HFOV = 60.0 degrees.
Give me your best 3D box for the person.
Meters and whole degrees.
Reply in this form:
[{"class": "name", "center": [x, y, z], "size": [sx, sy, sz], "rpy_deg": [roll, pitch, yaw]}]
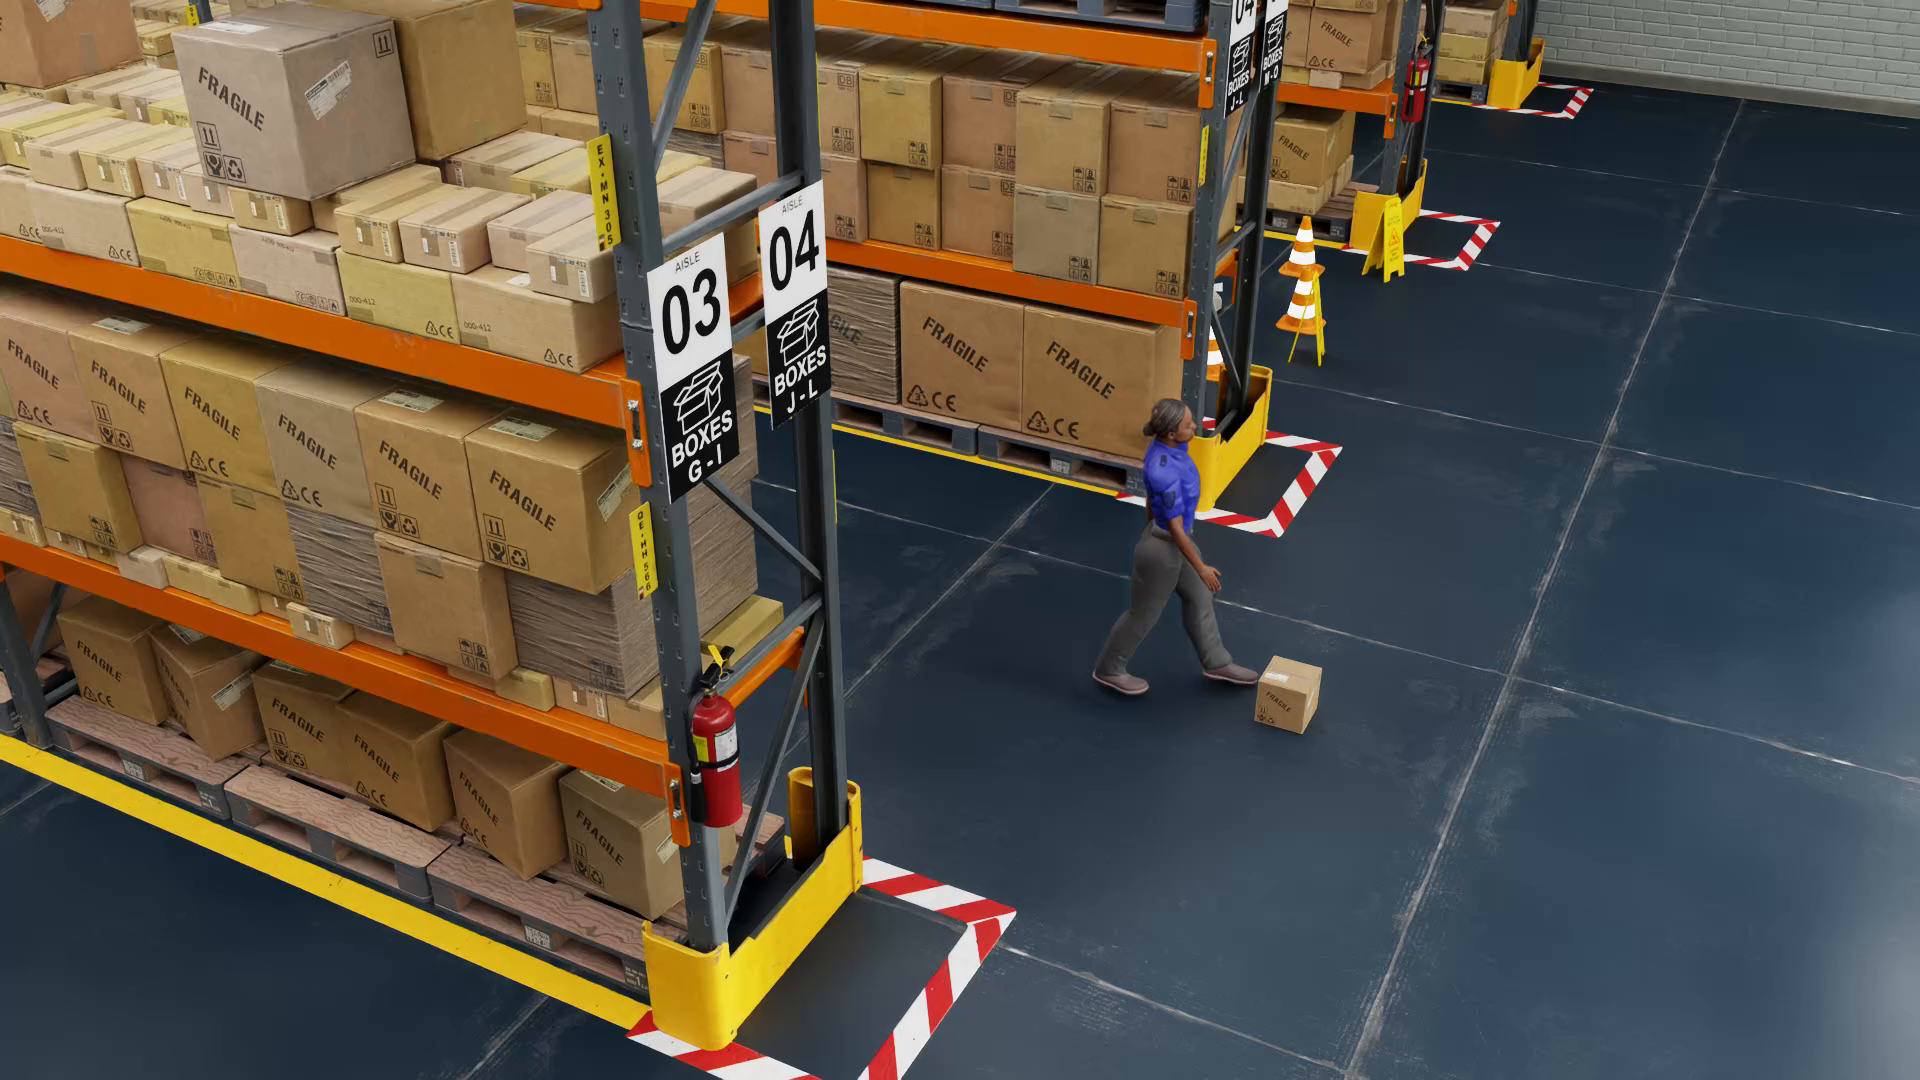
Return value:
[{"class": "person", "center": [1.119, 0.066, 8.159], "size": [0.863, 1.608, 0.458], "rpy_deg": [7, 31, 12]}]
